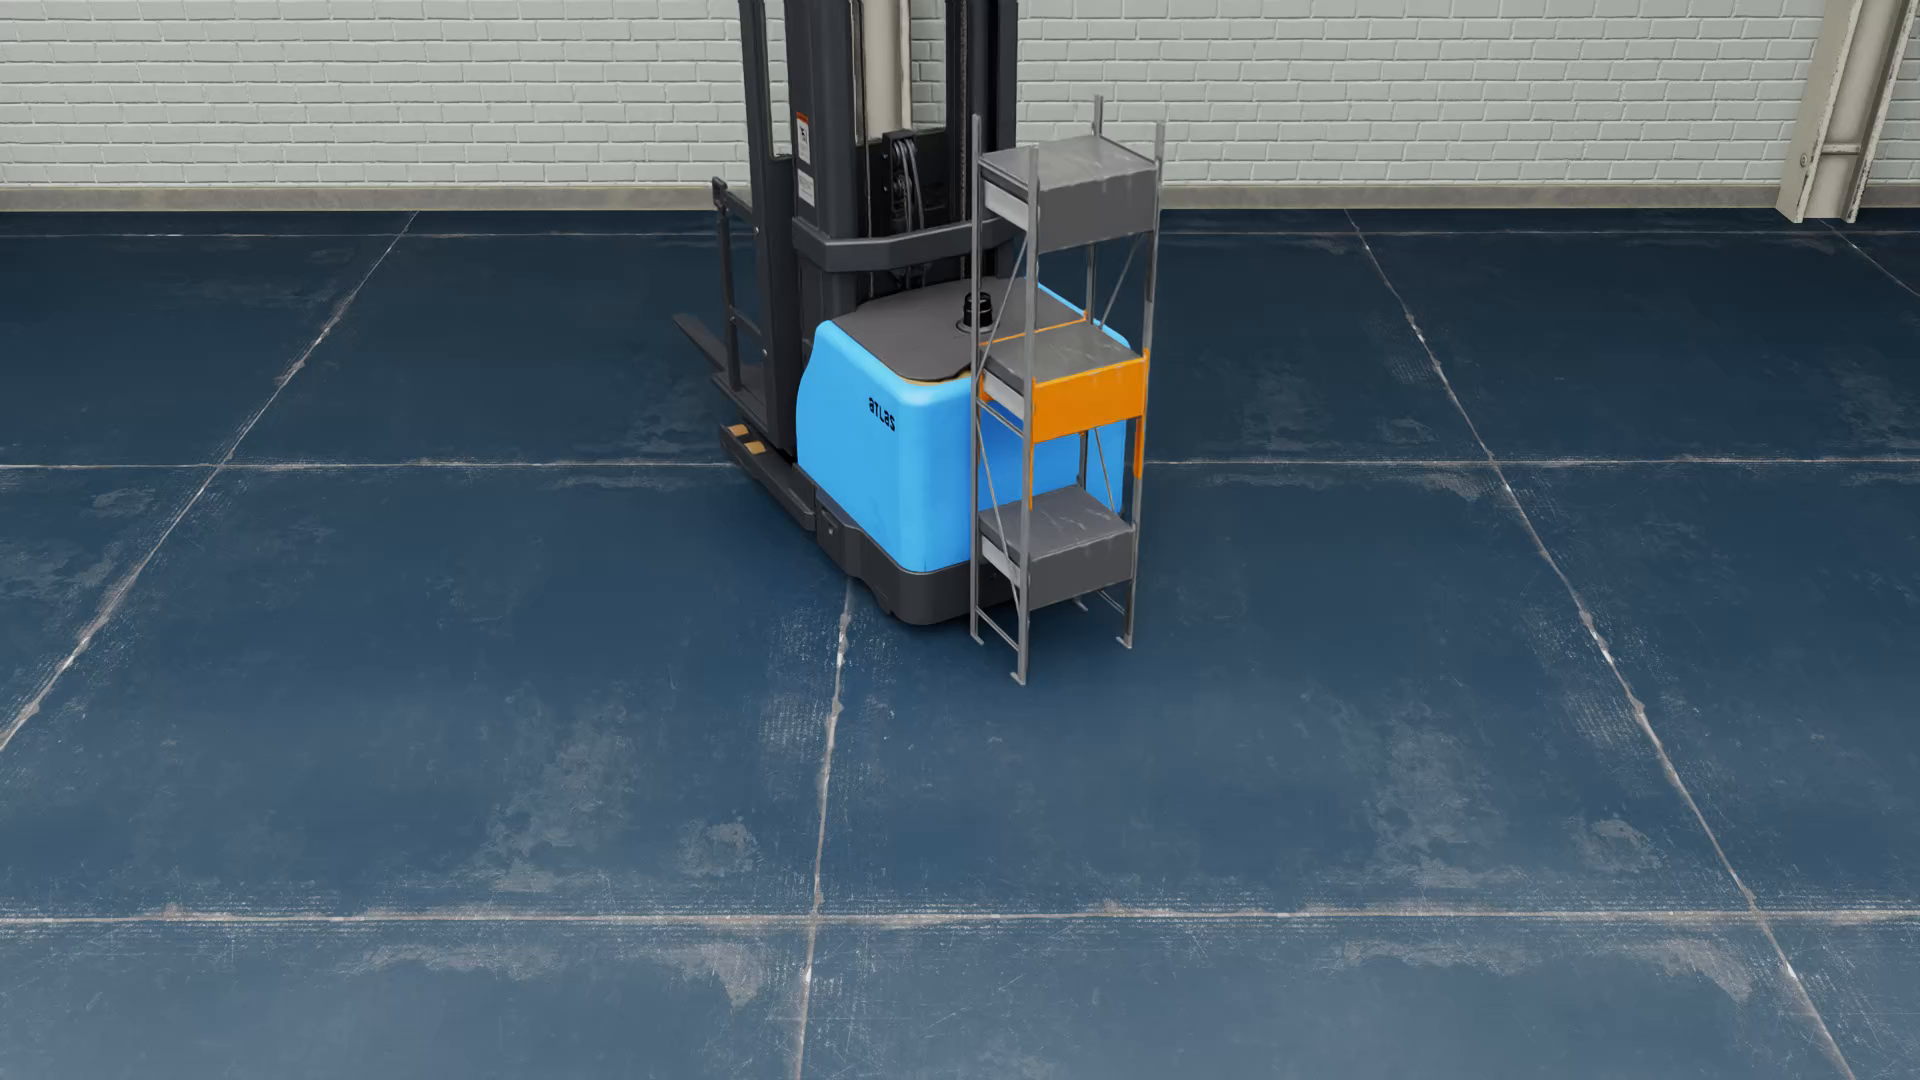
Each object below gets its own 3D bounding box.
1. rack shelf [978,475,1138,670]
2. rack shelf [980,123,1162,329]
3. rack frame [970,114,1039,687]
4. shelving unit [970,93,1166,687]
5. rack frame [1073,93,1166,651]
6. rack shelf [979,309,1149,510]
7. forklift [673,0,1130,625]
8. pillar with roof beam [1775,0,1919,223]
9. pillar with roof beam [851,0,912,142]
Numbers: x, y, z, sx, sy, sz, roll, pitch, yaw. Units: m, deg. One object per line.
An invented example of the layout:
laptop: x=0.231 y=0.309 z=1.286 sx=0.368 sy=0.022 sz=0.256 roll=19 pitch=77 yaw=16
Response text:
rack shelf: x=0.358 y=0.117 z=6.408 sx=0.480 sy=0.518 sz=0.431 roll=-16 pitch=35 yaw=-25
rack shelf: x=0.358 y=-1.080 z=5.682 sx=0.480 sy=0.518 sz=0.431 roll=-16 pitch=35 yaw=-25
rack frame: x=0.145 y=-0.430 z=5.935 sx=0.015 sy=2.100 sz=0.400 roll=-16 pitch=35 yaw=-25
shelving unit: x=0.358 y=-0.493 z=6.038 sx=0.503 sy=2.100 sz=0.431 roll=-16 pitch=35 yaw=-25
rack frame: x=0.570 y=-0.555 z=6.140 sx=0.015 sy=2.100 sz=0.400 roll=-16 pitch=35 yaw=-25
rack shelf: x=0.358 y=-0.481 z=6.045 sx=0.480 sy=0.518 sz=0.431 roll=-16 pitch=35 yaw=-25
forklift: x=-0.479 y=-1.652 z=7.147 sx=1.130 sy=2.935 sz=3.031 roll=-16 pitch=35 yaw=-25
pillar with roof beam: x=5.525 y=-3.712 z=4.693 sx=0.400 sy=9.000 sz=9.100 roll=0 pitch=31 yaw=0
pillar with roof beam: x=-0.475 y=-3.694 z=4.663 sx=0.400 sy=9.000 sz=9.100 roll=0 pitch=31 yaw=0
